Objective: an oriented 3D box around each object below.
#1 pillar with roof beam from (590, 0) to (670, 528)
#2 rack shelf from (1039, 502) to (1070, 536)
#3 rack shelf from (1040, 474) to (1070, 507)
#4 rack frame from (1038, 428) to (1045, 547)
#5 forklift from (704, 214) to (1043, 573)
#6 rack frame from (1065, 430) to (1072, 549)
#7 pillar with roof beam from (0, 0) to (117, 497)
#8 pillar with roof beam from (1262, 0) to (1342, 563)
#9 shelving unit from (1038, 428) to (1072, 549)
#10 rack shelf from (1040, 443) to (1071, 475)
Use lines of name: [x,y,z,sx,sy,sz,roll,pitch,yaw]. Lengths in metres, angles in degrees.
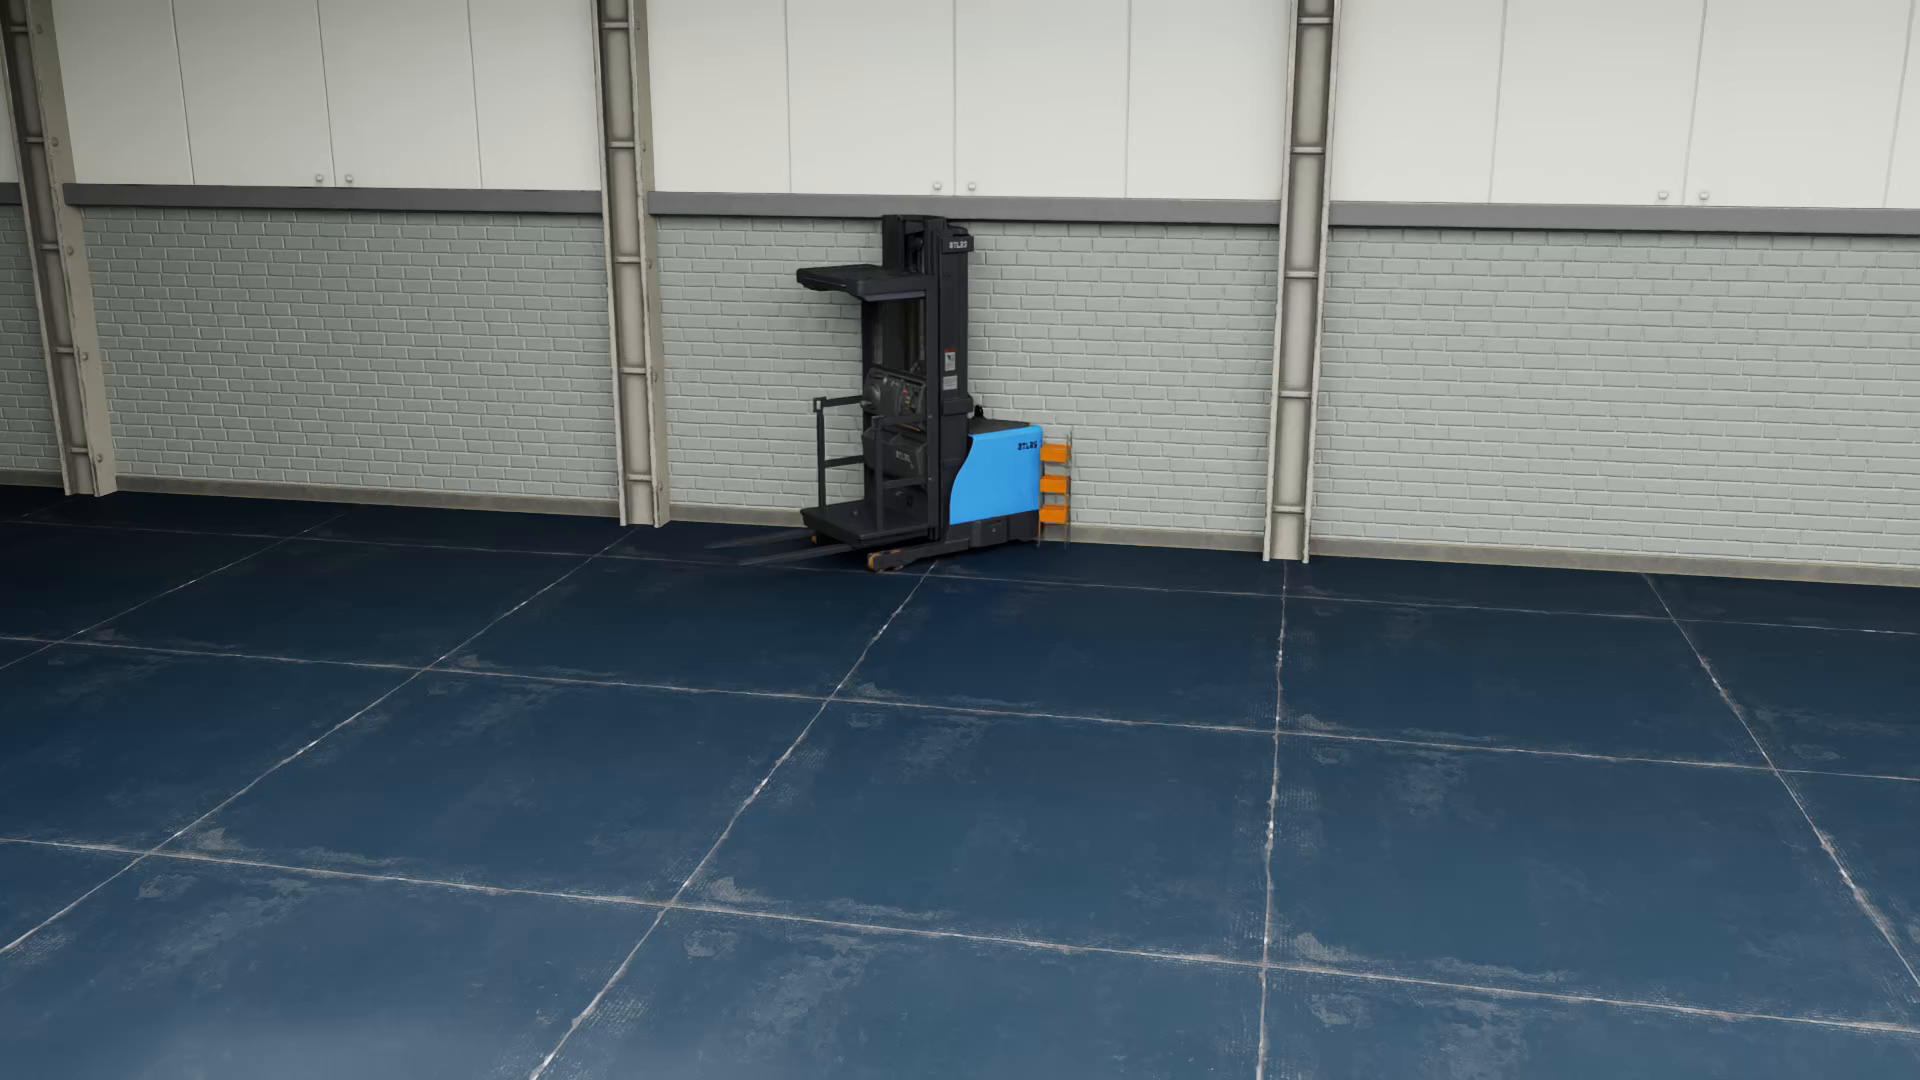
pillar with roof beam: [-3.856,-3.379,10.591,0.400,9.000,9.100,3,16,11]
rack shelf: [0.855,-0.184,15.029,0.240,0.259,0.215,4,16,14]
rack shelf: [0.855,-0.452,14.955,0.240,0.259,0.215,4,16,14]
rack frame: [0.737,-0.470,14.981,0.008,1.050,0.200,4,16,14]
forklift: [-0.746,-1.293,14.428,3.031,2.935,1.130,-10,18,-33]
rack frame: [0.974,-0.454,14.923,0.008,1.050,0.200,4,16,14]
pillar with roof beam: [-9.735,-3.698,11.744,0.400,9.000,9.100,3,16,11]
pillar with roof beam: [2.024,-3.060,9.439,0.400,9.000,9.100,3,16,11]
shelving unit: [0.855,-0.462,14.952,0.252,1.050,0.215,4,16,14]
rack shelf: [0.855,-0.726,14.879,0.240,0.259,0.215,4,16,14]
